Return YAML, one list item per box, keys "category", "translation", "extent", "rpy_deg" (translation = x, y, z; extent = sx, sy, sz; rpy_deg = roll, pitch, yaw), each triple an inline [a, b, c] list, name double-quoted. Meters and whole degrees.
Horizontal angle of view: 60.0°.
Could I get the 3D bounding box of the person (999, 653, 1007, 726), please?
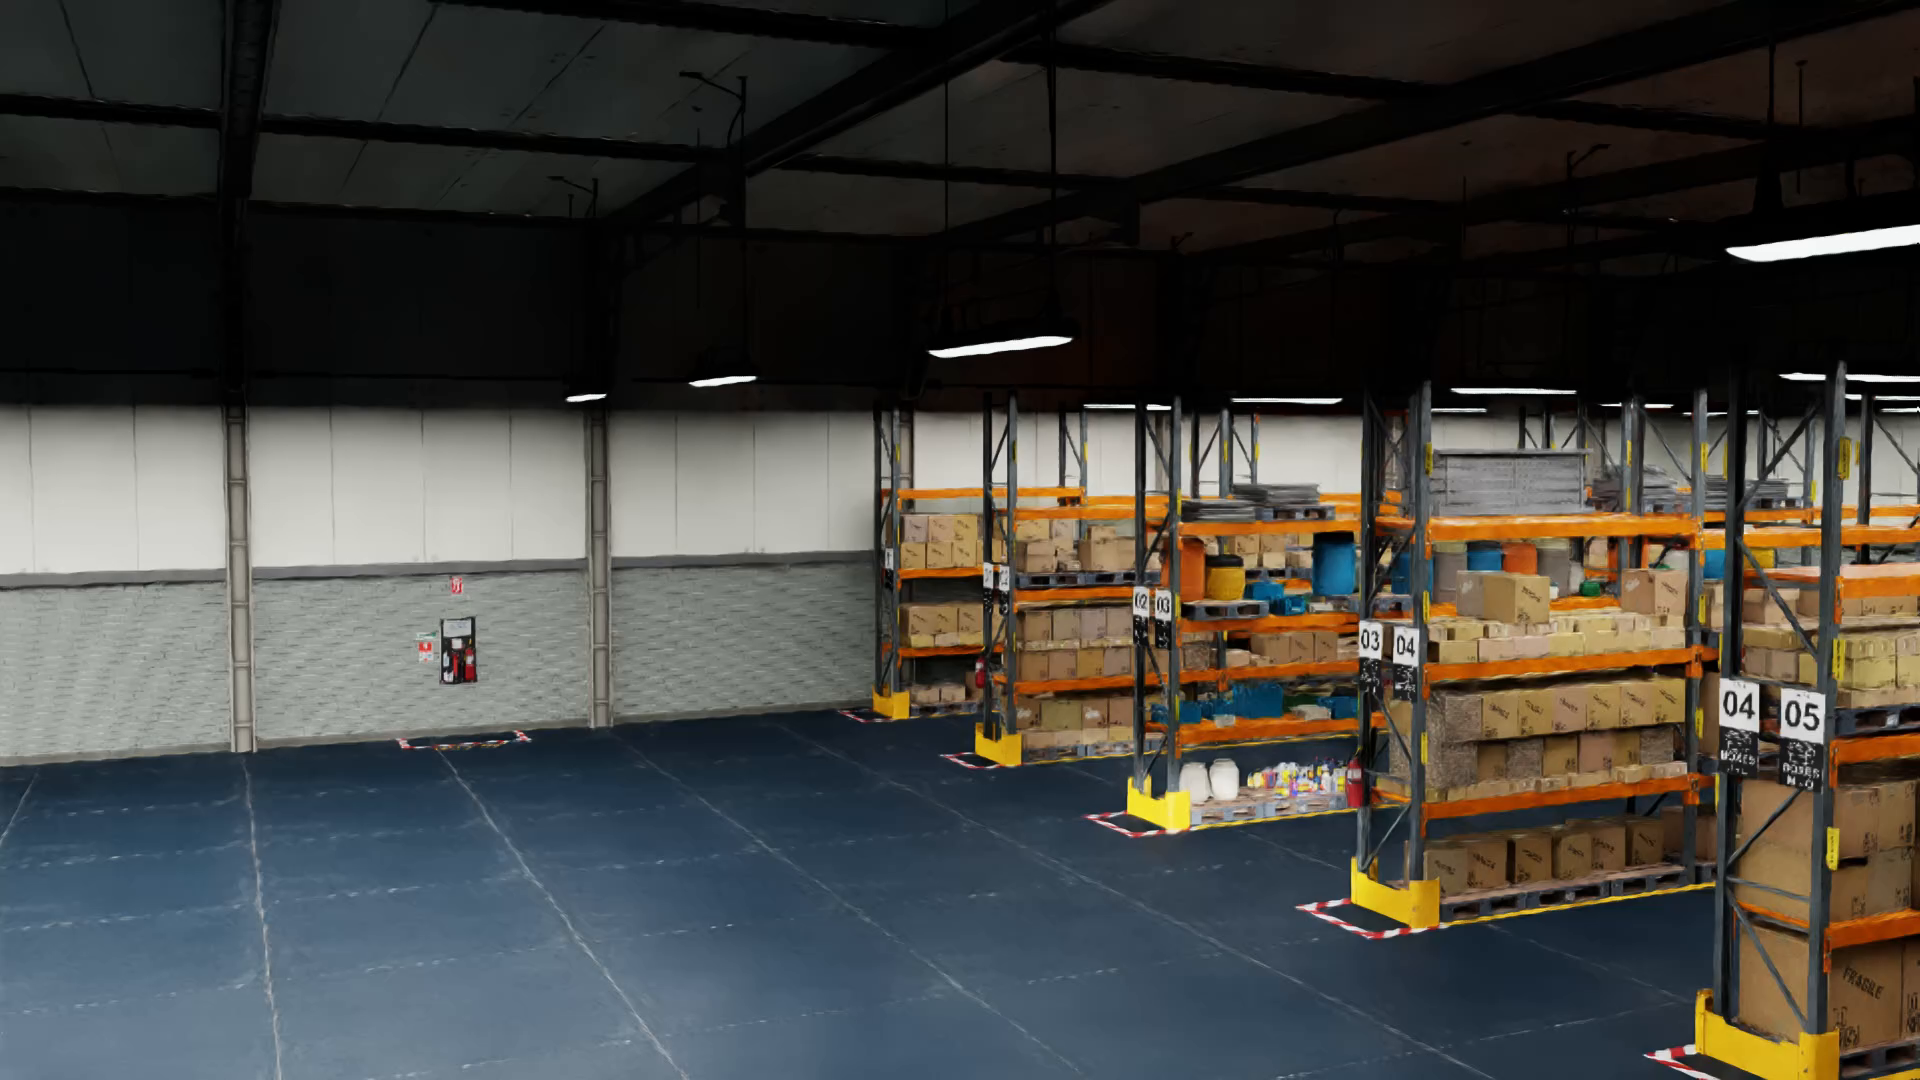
- category: "person"
  translation: [0.966, 2.558, 30.177]
  extent: [0.437, 1.682, 0.553]
  rpy_deg: [2, 4, 36]
